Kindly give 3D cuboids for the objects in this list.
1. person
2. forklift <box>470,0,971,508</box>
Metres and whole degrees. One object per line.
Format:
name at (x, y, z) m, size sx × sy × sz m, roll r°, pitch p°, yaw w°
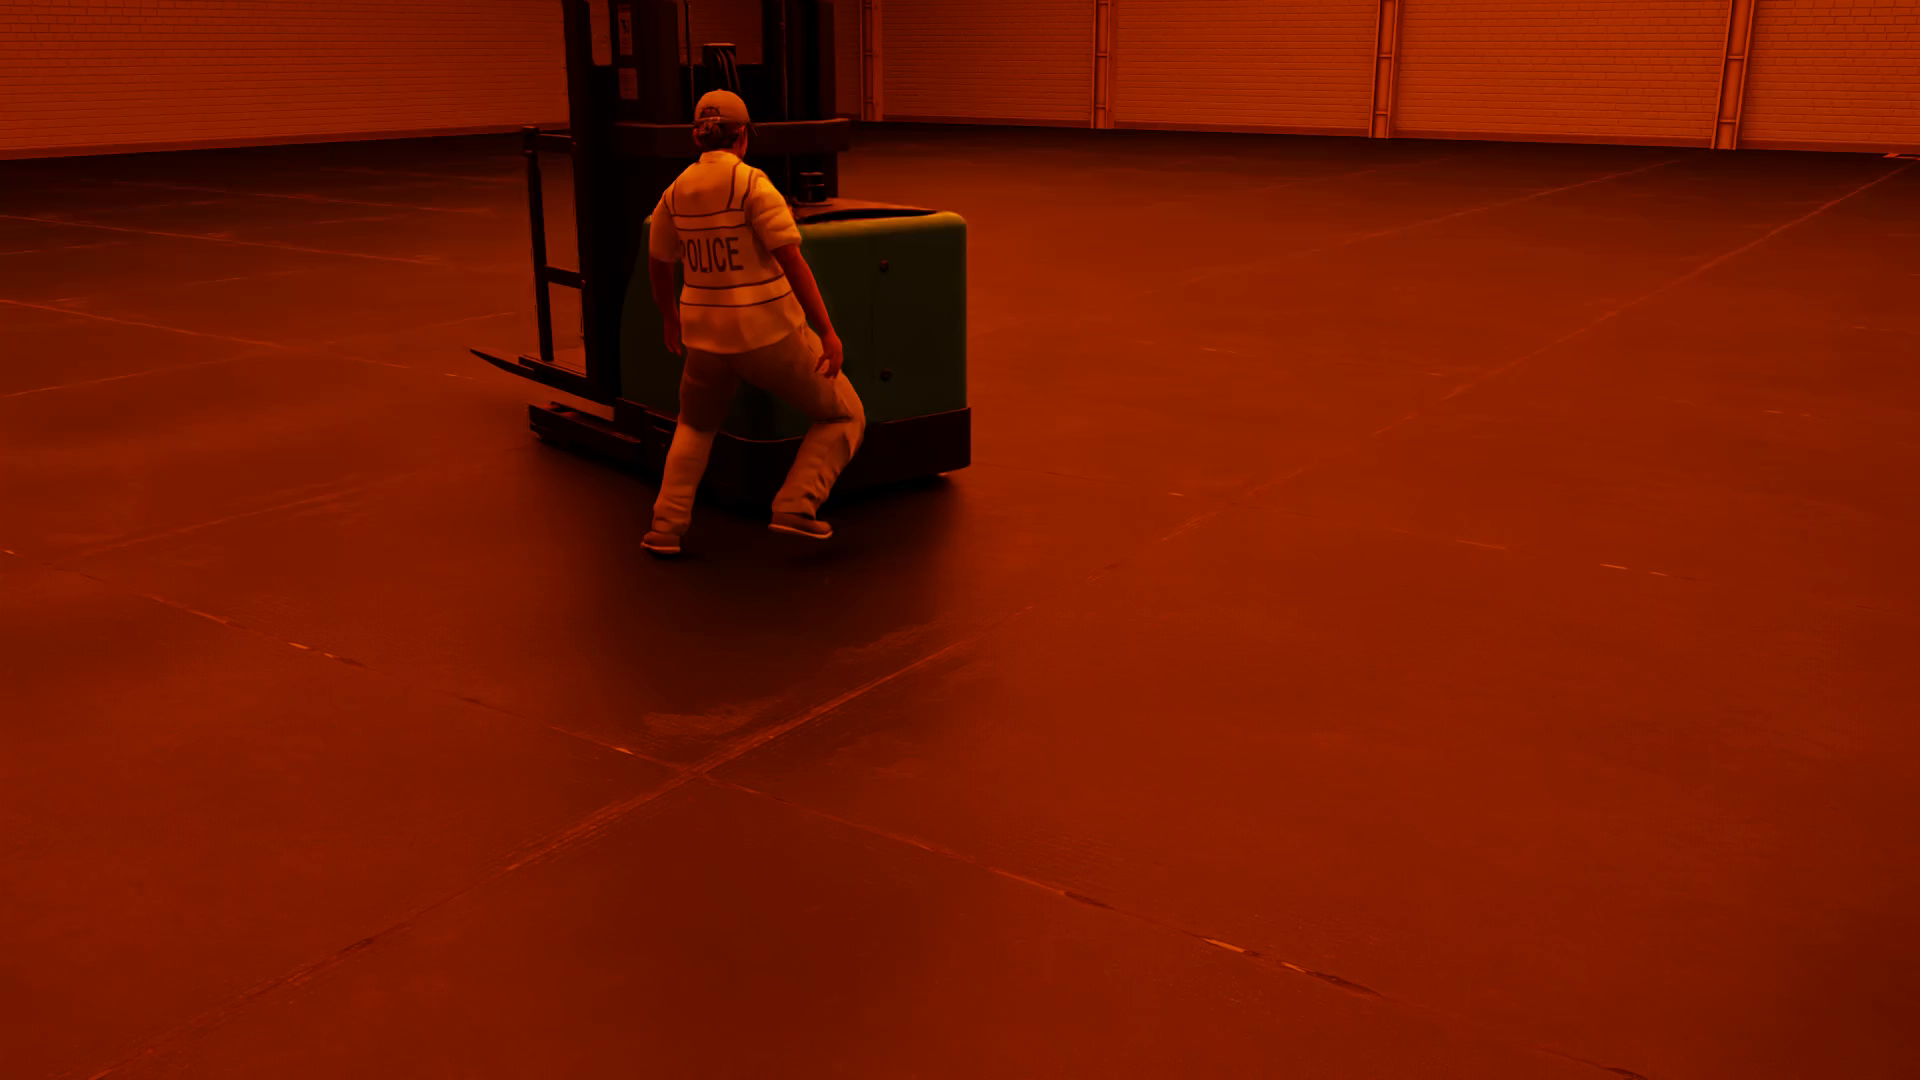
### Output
person at (-0.721, -0.707, 5.620) m, size 0.850 × 1.575 × 0.541 m, roll 10°, pitch 20°, yaw 31°
forklift at (-1.271, -1.883, 7.128) m, size 1.130 × 2.935 × 3.031 m, roll -13°, pitch 21°, yaw -37°
